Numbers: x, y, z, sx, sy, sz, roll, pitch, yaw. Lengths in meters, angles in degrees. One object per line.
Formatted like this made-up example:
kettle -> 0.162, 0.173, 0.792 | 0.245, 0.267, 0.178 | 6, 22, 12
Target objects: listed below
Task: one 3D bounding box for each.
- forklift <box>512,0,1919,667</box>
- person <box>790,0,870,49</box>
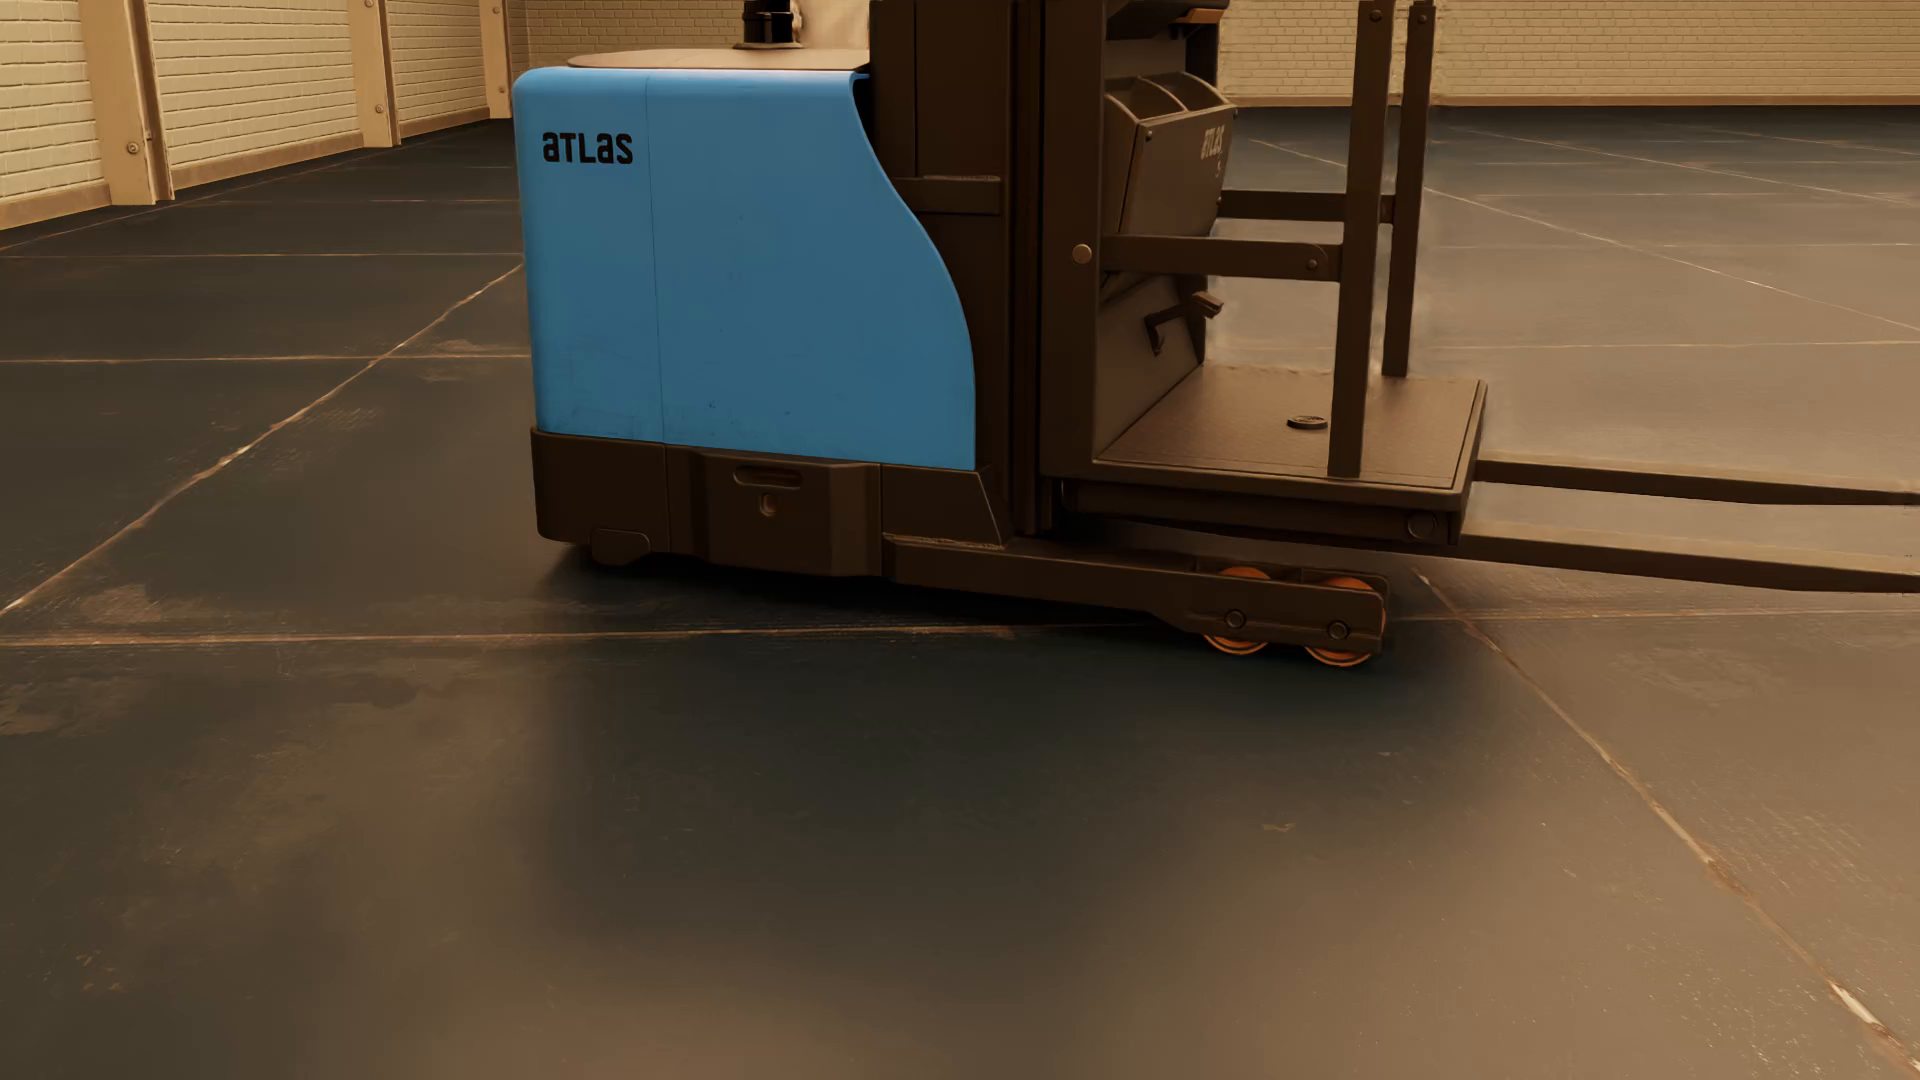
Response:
forklift -> 0.623, -1.338, 3.281 | 3.031, 2.935, 1.130 | 6, 18, 18
person -> -0.528, -1.714, 6.784 | 0.550, 1.707, 0.554 | -2, 17, -6
